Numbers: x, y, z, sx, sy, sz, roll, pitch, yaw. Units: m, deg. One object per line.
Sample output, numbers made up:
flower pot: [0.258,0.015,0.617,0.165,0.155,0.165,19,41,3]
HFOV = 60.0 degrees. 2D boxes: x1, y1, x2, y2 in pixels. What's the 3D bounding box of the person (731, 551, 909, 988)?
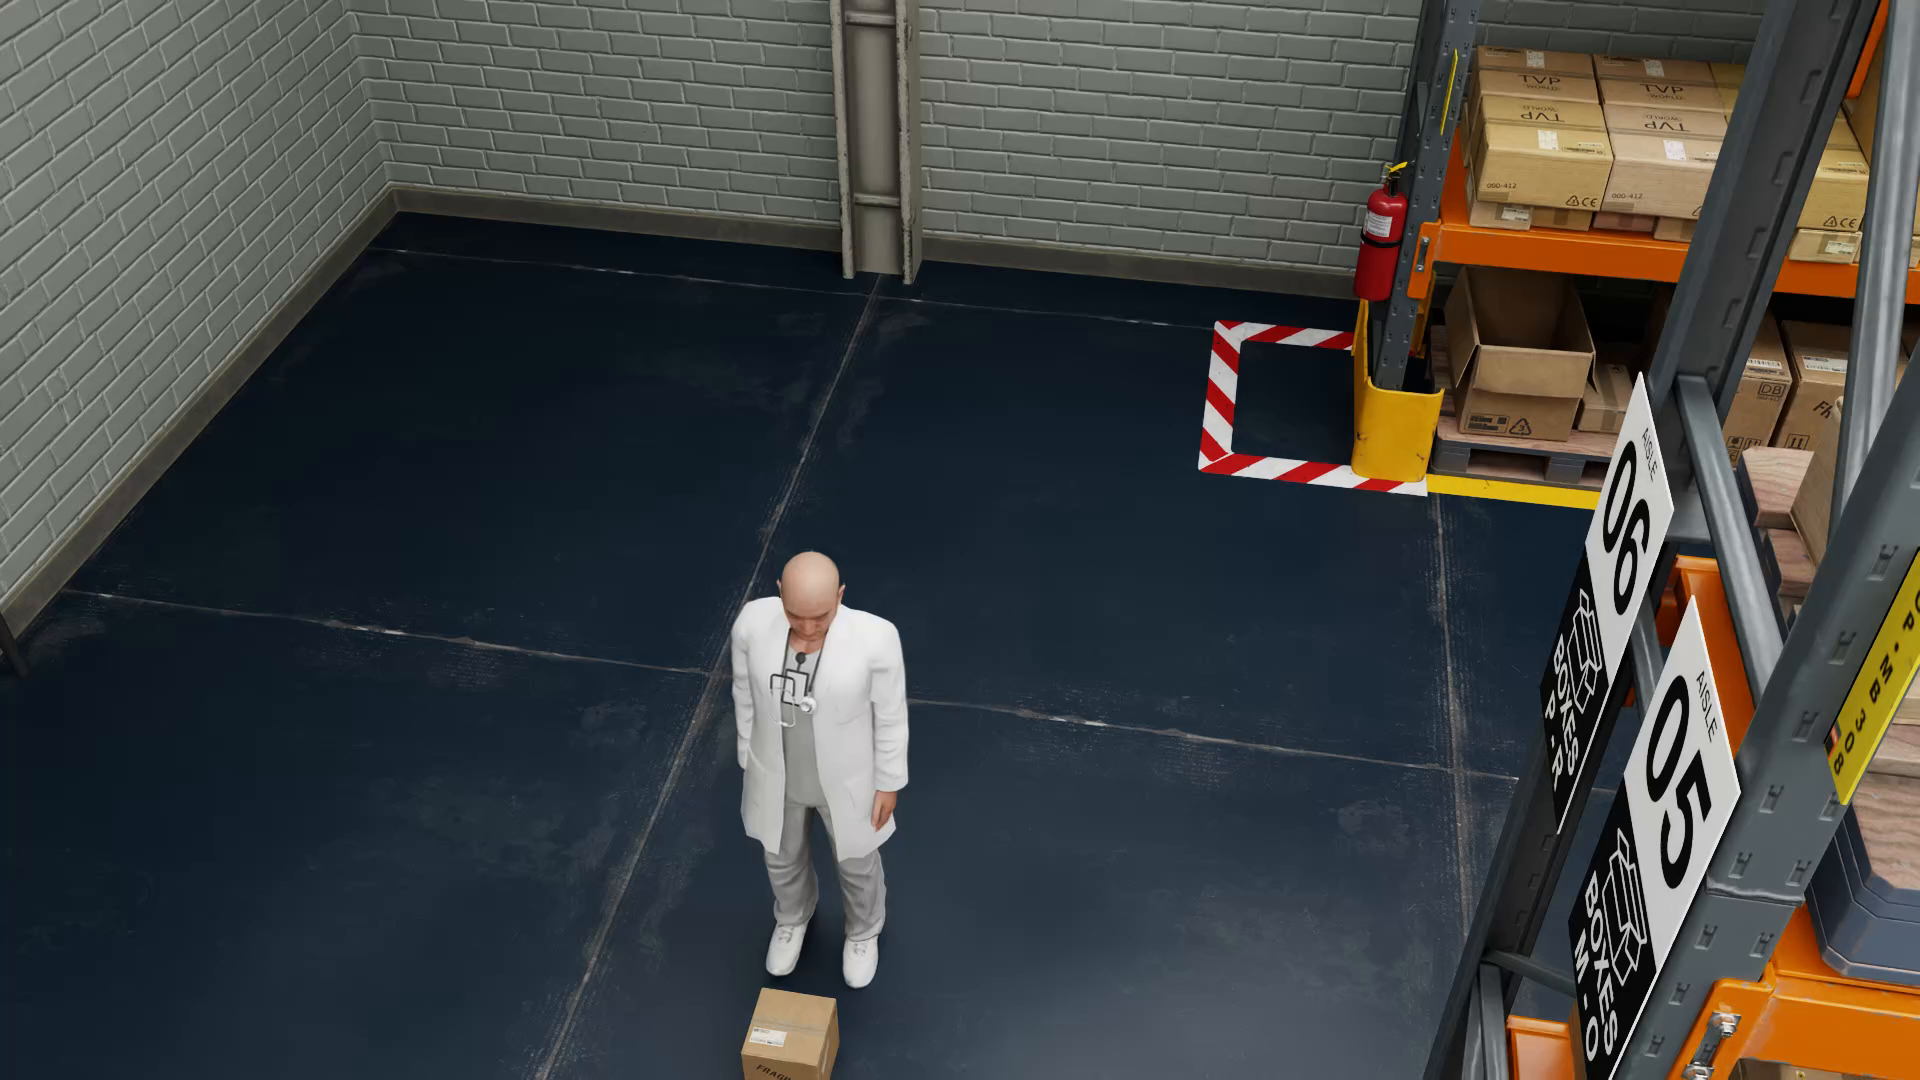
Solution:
person: [-0.439,0.745,5.288,0.562,1.777,0.383,7,41,9]
